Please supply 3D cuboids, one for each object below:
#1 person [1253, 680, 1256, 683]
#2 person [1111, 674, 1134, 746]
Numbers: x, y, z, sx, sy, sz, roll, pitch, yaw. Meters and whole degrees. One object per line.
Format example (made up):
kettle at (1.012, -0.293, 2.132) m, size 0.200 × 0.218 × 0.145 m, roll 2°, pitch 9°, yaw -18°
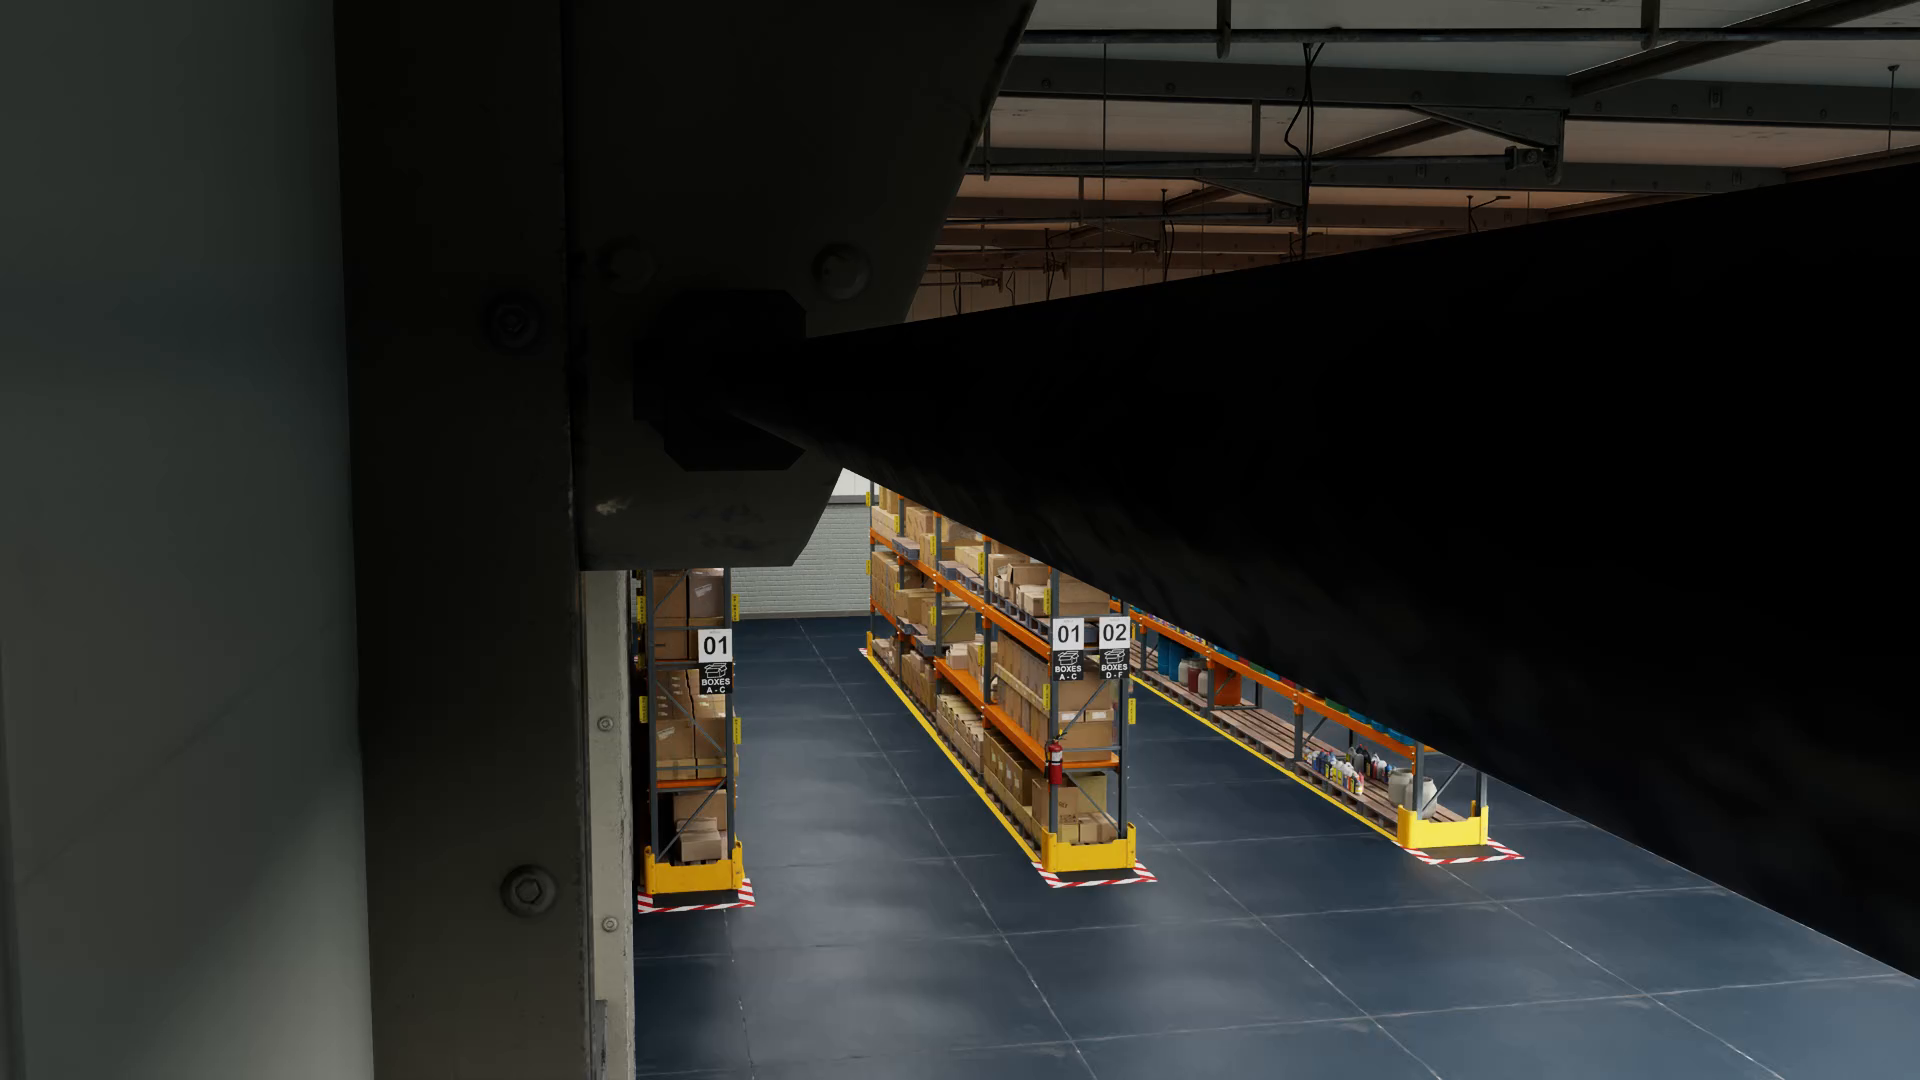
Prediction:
person at (5.838, 1.973, 33.644) m, size 0.597 × 1.741 × 0.844 m, roll -1°, pitch 6°, yaw -14°
person at (2.558, 2.672, 27.724) m, size 0.586 × 1.501 × 1.038 m, roll -1°, pitch 6°, yaw -8°
